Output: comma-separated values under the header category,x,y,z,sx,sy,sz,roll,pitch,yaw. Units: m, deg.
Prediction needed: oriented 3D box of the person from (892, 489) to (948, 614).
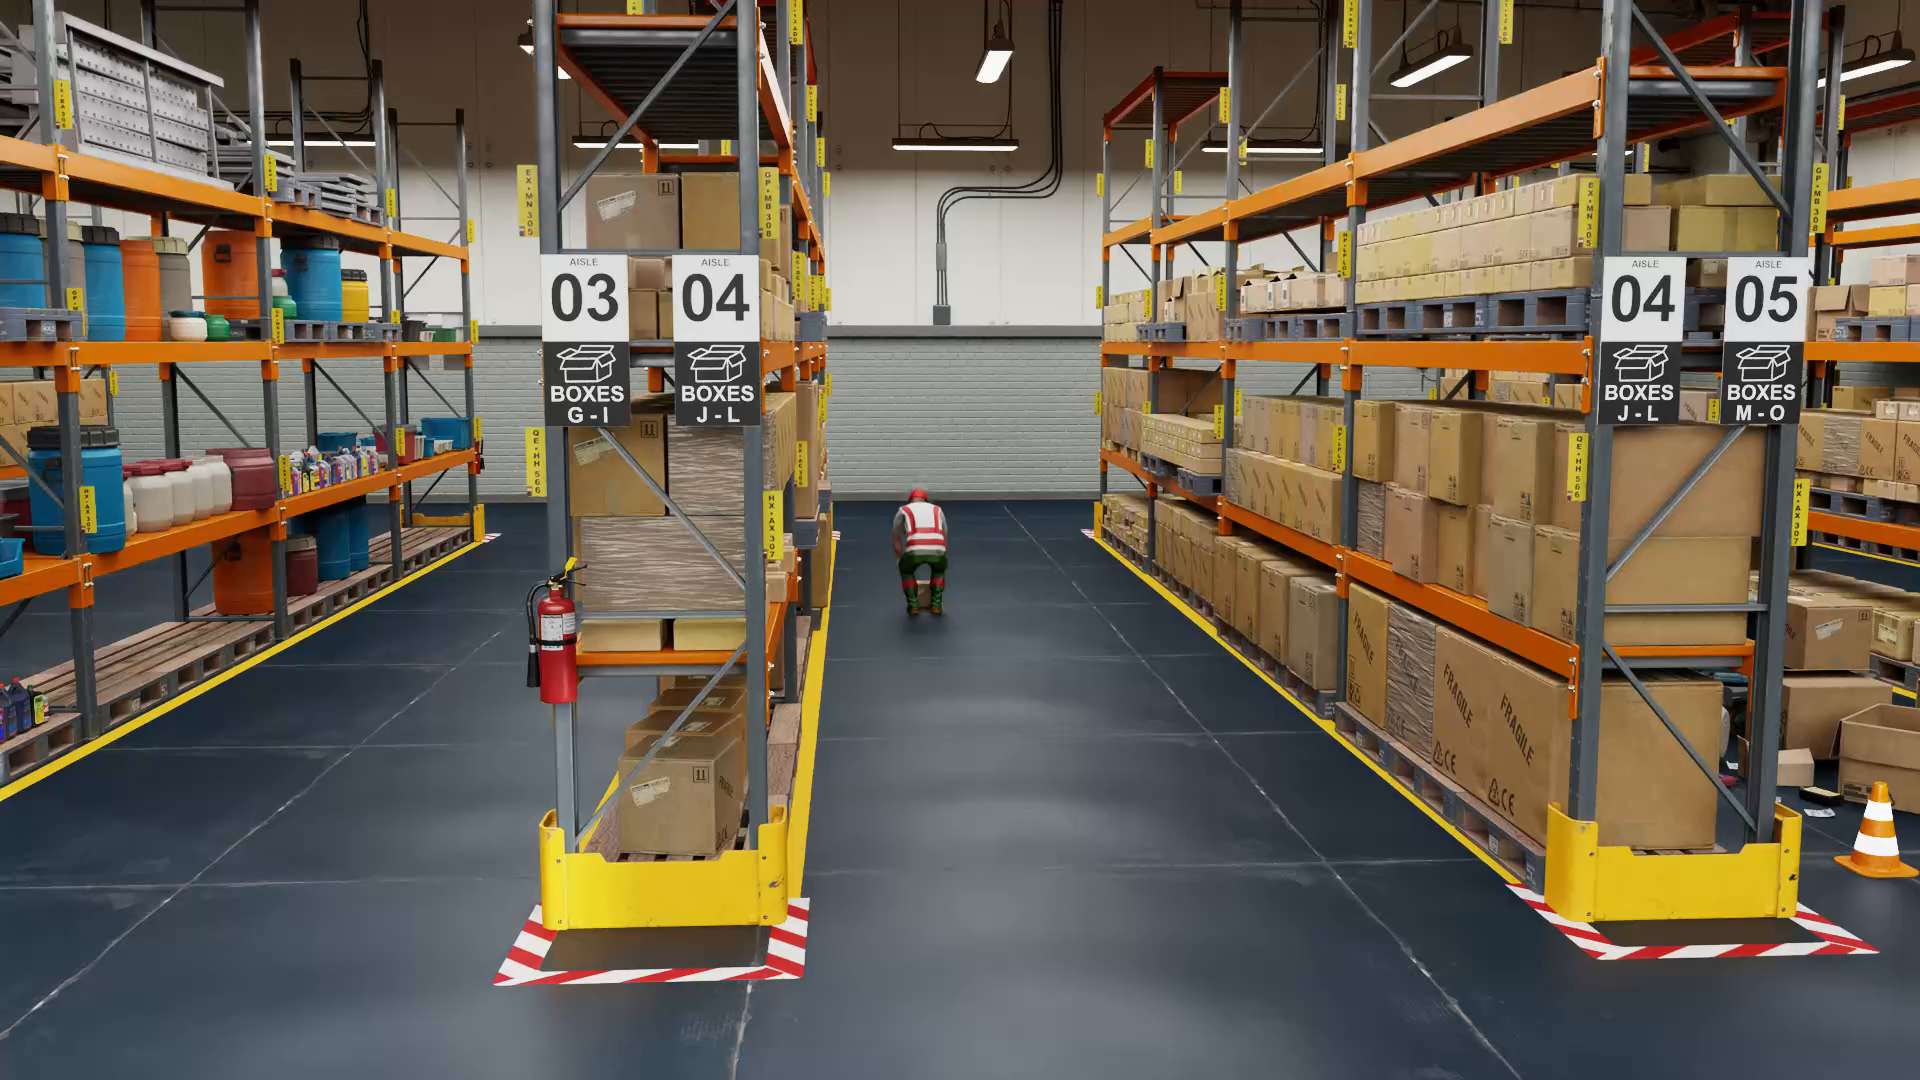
category,x,y,z,sx,sy,sz,roll,pitch,yaw
person,-0.418,0.122,17.360,0.582,1.260,0.829,0,7,-4
